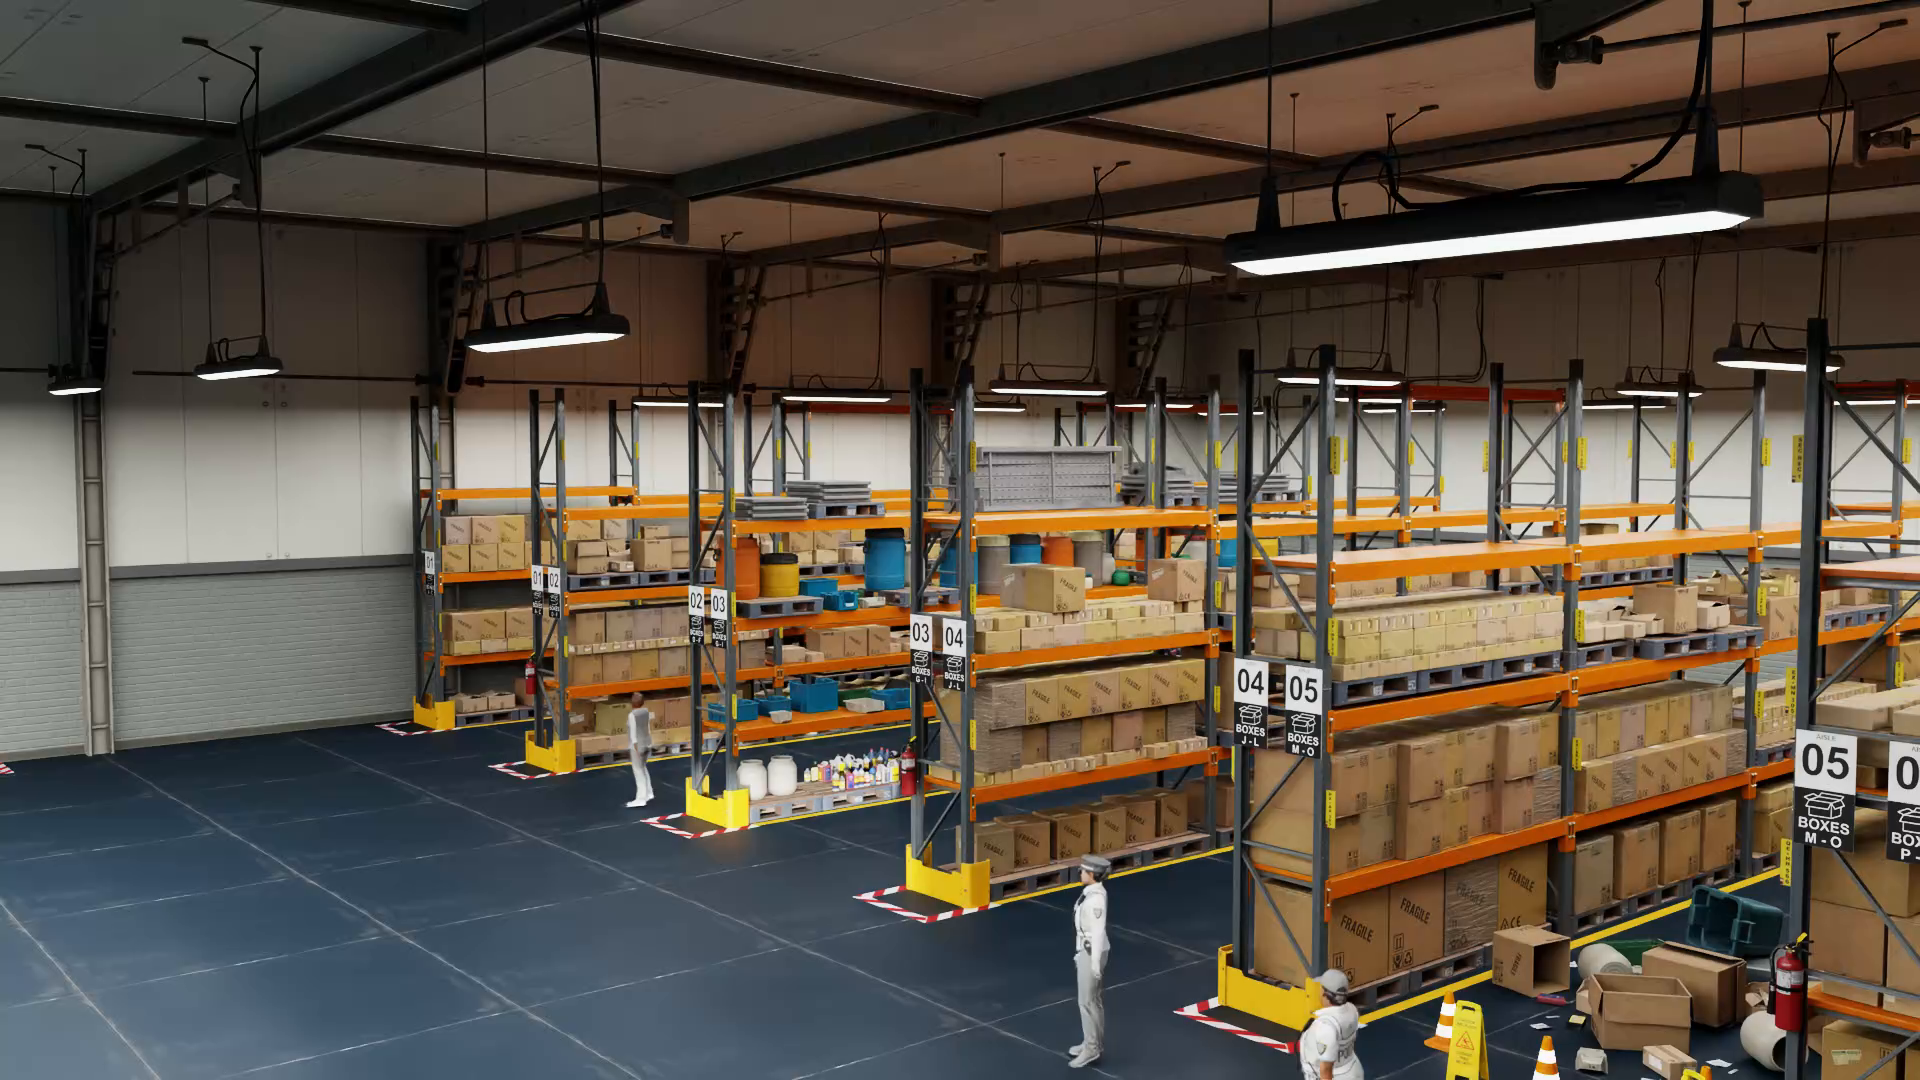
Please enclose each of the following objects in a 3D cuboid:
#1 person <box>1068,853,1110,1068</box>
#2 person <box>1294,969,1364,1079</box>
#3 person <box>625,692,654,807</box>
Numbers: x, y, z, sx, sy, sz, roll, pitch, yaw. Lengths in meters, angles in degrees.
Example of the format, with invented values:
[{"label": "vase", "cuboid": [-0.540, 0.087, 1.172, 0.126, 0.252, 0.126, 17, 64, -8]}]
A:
[{"label": "person", "cuboid": [1.088, 3.512, 13.968, 0.348, 1.722, 0.566, 0, 3, 4]}, {"label": "person", "cuboid": [2.489, 3.674, 11.117, 0.445, 1.685, 0.646, 1, 4, 24]}, {"label": "person", "cuboid": [-4.531, 2.962, 23.624, 0.346, 1.610, 0.493, 2, 4, 27]}]
